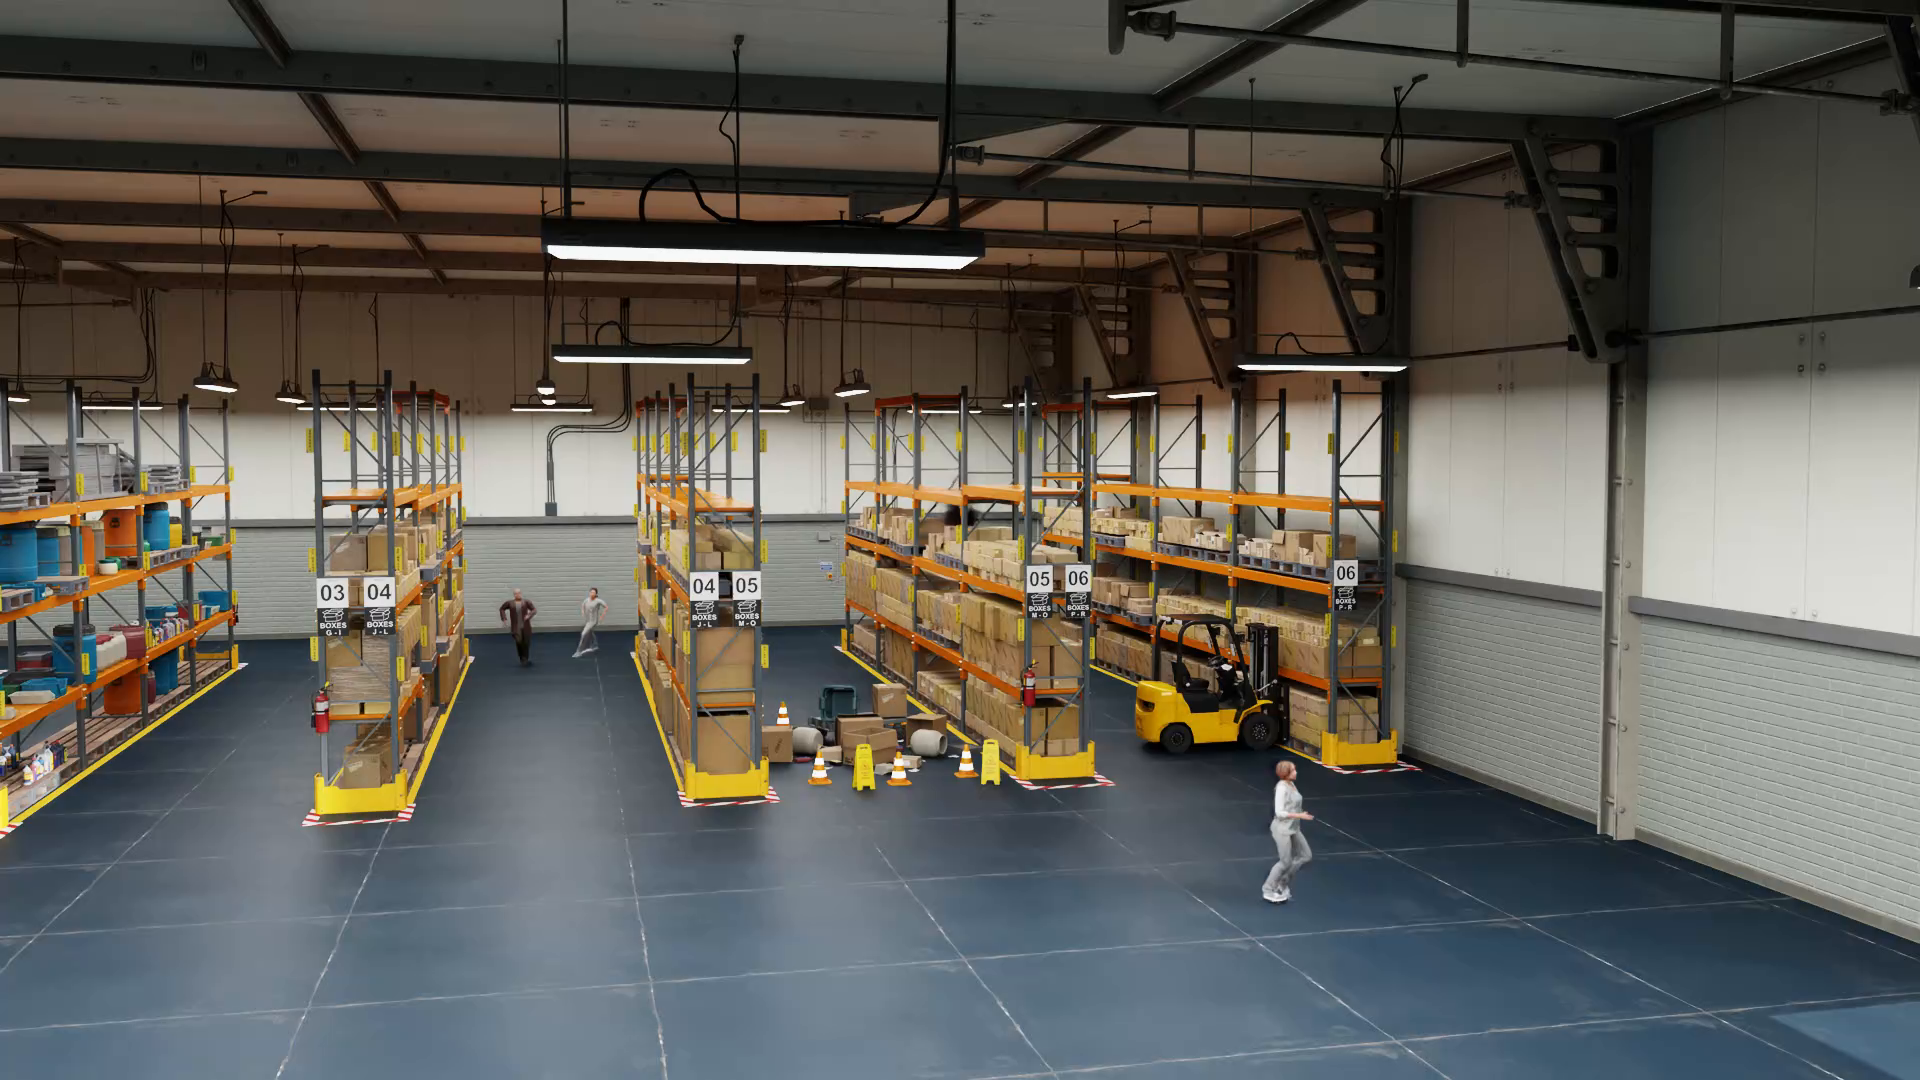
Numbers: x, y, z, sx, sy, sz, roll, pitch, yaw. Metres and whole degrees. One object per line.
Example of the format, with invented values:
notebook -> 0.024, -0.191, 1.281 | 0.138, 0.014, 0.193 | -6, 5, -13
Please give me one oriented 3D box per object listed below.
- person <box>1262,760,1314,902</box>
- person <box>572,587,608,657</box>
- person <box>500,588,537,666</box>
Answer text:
person -> 3.584, 3.163, 18.045 | 0.613, 1.563, 0.508 | 2, 4, 33
person -> -8.705, 1.932, 39.297 | 0.703, 1.651, 0.858 | 2, 4, 28
person -> -9.951, 1.972, 37.525 | 0.787, 1.767, 0.724 | -1, 4, -21
